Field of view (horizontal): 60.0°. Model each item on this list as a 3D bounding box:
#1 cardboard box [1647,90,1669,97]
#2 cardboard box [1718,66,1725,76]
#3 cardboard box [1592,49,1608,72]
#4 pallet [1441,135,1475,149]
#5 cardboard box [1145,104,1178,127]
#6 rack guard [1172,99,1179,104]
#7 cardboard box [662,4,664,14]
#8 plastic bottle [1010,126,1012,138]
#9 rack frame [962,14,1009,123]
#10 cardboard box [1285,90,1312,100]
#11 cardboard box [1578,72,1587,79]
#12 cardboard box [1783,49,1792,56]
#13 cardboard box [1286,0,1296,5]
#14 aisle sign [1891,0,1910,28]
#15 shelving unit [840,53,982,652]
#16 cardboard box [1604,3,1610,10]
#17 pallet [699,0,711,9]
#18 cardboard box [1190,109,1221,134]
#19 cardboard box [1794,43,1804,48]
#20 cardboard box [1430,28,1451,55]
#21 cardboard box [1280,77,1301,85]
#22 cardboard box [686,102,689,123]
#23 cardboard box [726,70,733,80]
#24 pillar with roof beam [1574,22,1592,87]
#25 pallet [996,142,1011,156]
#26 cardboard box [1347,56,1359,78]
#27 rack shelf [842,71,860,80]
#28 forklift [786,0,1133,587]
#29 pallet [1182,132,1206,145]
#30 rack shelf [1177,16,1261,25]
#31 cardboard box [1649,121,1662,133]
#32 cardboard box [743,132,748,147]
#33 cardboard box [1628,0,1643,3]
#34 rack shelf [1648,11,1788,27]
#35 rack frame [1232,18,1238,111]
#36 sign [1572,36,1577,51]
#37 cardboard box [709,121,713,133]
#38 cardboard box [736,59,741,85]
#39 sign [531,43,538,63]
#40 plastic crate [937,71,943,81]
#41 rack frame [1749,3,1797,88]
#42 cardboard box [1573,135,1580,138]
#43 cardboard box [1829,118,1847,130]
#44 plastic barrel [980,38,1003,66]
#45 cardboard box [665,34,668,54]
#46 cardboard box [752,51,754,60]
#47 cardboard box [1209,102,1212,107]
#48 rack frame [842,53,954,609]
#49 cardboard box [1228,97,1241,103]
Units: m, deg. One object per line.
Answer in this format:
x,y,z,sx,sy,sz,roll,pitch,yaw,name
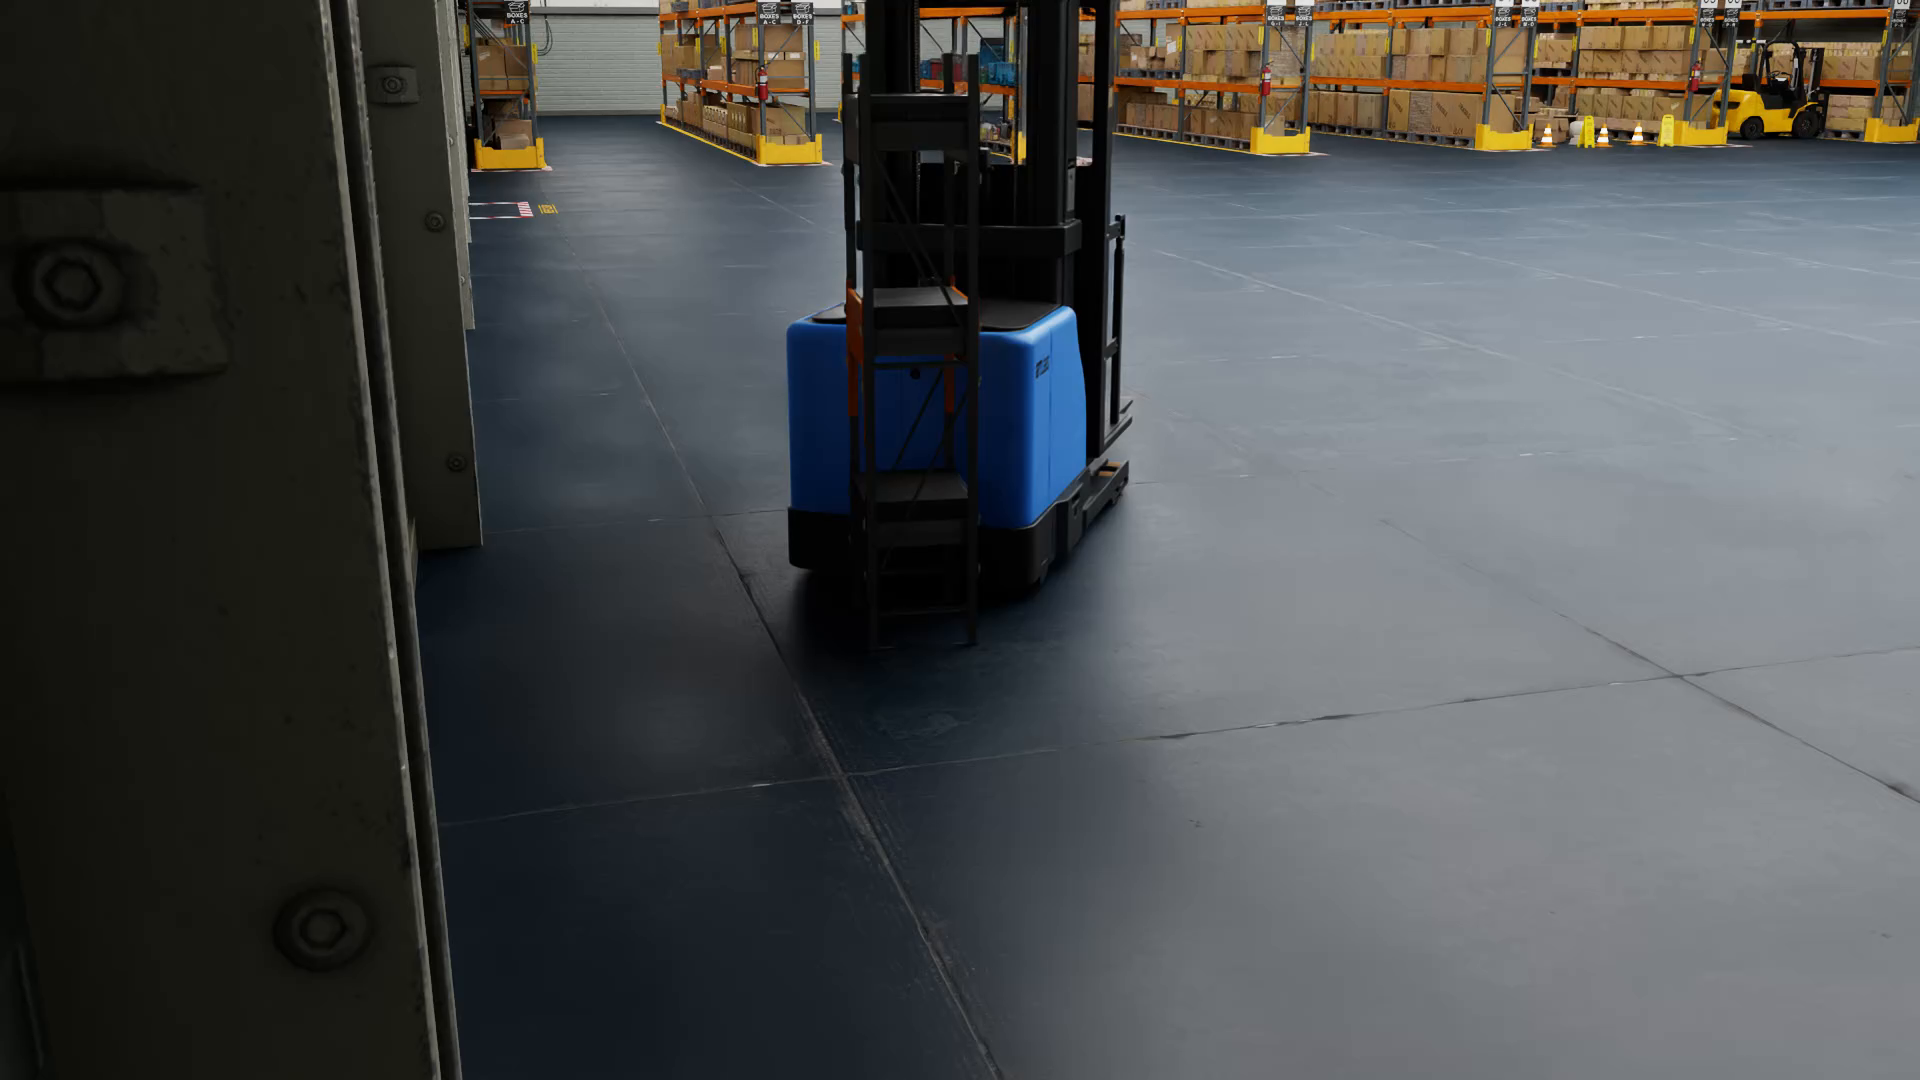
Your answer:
15.288,-9.779,36.411,0.380,0.149,0.250,-4,17,-14,cardboard box
19.063,-11.613,41.160,0.500,0.250,0.500,-5,17,-16,cardboard box
14.838,-10.944,37.980,0.500,0.500,0.500,-5,17,-15,cardboard box
10.897,-8.388,35.009,1.003,0.211,1.213,-5,17,-15,pallet
4.728,-9.878,38.703,0.700,0.500,0.500,-3,17,-11,cardboard box
6.816,-12.716,48.915,1.175,0.500,0.348,-5,17,-15,rack guard
-7.506,-13.851,43.396,0.500,0.250,0.500,-5,17,-15,cardboard box
1.068,-8.417,34.216,0.061,0.283,0.133,-5,17,-15,plastic bottle
0.534,-9.859,35.060,1.000,3.000,0.127,-5,17,-15,rack frame
8.554,-11.253,42.011,0.500,0.250,0.500,-5,17,-17,cardboard box
14.603,-10.801,38.633,0.380,0.149,0.250,-5,17,-16,cardboard box
19.599,-11.462,39.093,0.380,0.149,0.250,-4,17,-14,cardboard box
6.512,-10.663,32.781,0.500,0.250,0.500,-4,17,-14,cardboard box
20.431,-11.525,36.086,0.394,0.787,0.004,-5,17,-15,aisle sign
-0.179,-0.677,6.055,0.431,2.100,0.503,-3,17,-10,shelving unit
14.867,-12.108,37.769,0.380,0.149,0.250,-5,17,-15,cardboard box
-5.056,-11.740,36.437,1.213,0.211,1.003,-4,17,-13,pallet
5.368,-9.141,36.283,0.500,0.500,0.500,-5,18,-17,cardboard box
19.705,-11.533,38.814,0.380,0.149,0.250,-5,17,-16,cardboard box
10.594,-10.650,35.555,0.875,0.550,0.500,-5,17,-15,cardboard box
6.547,-9.122,33.041,0.380,0.149,0.250,-5,17,-15,cardboard box
-6.372,-10.395,40.425,0.500,0.500,0.500,-4,17,-14,cardboard box
-4.648,-9.633,34.540,0.396,0.266,0.258,-5,17,-17,cardboard box
13.934,-16.437,46.530,9.100,9.000,0.400,-5,17,-15,pillar with roof beam
1.349,-7.660,32.584,1.003,0.211,1.213,-5,17,-15,pallet
9.415,-11.065,38.902,0.500,0.500,0.500,-5,17,-15,cardboard box
-2.214,-12.281,44.372,1.077,0.370,4.000,-5,17,-15,rack shelf
0.205,-1.599,7.682,1.130,2.935,3.031,5,17,16,forklift
5.515,-8.732,36.155,1.003,0.211,1.213,-5,17,-15,pallet
7.345,-14.473,46.456,1.077,0.370,4.000,-5,17,-15,rack shelf
15.437,-9.021,36.319,0.500,0.250,0.500,-5,17,-16,cardboard box
-3.850,-7.647,31.744,0.500,0.250,0.500,-5,17,-15,cardboard box
15.099,-11.977,36.640,0.500,0.250,0.500,-5,17,-15,cardboard box
19.047,-13.073,41.795,1.077,0.370,4.000,-5,17,-15,rack shelf
7.895,-12.828,44.942,1.000,3.000,0.127,-5,17,-15,rack frame
14.292,-11.544,38.655,0.100,0.325,0.005,-5,17,-15,sign
-5.180,-9.009,36.278,0.500,0.250,0.500,-5,17,-17,cardboard box
-4.102,-9.394,33.338,0.700,0.500,0.500,-5,17,-17,cardboard box
-7.371,-8.427,28.787,0.100,0.325,0.005,-5,17,-15,sign
-0.216,-10.217,36.619,0.450,0.188,0.662,-5,17,-15,plastic crate
19.596,-11.428,40.281,1.000,3.000,0.127,-5,17,-15,rack frame
13.622,-8.765,36.373,0.380,0.149,0.250,4,17,13,cardboard box
20.135,-9.449,37.743,0.500,0.250,0.500,-5,17,-15,cardboard box
0.719,-10.230,35.423,0.600,0.901,0.708,-5,17,-15,plastic barrel
-7.375,-12.888,43.232,0.500,0.500,0.500,-4,17,-14,cardboard box
-3.702,-9.097,31.220,0.380,0.149,0.250,-4,17,-14,cardboard box
7.208,-12.236,46.682,0.380,0.149,0.250,-6,18,-18,cardboard box
-0.223,-0.746,6.285,0.400,2.100,0.015,-3,17,-10,rack frame
7.546,-12.026,45.466,0.380,0.149,0.250,-4,17,-14,cardboard box
